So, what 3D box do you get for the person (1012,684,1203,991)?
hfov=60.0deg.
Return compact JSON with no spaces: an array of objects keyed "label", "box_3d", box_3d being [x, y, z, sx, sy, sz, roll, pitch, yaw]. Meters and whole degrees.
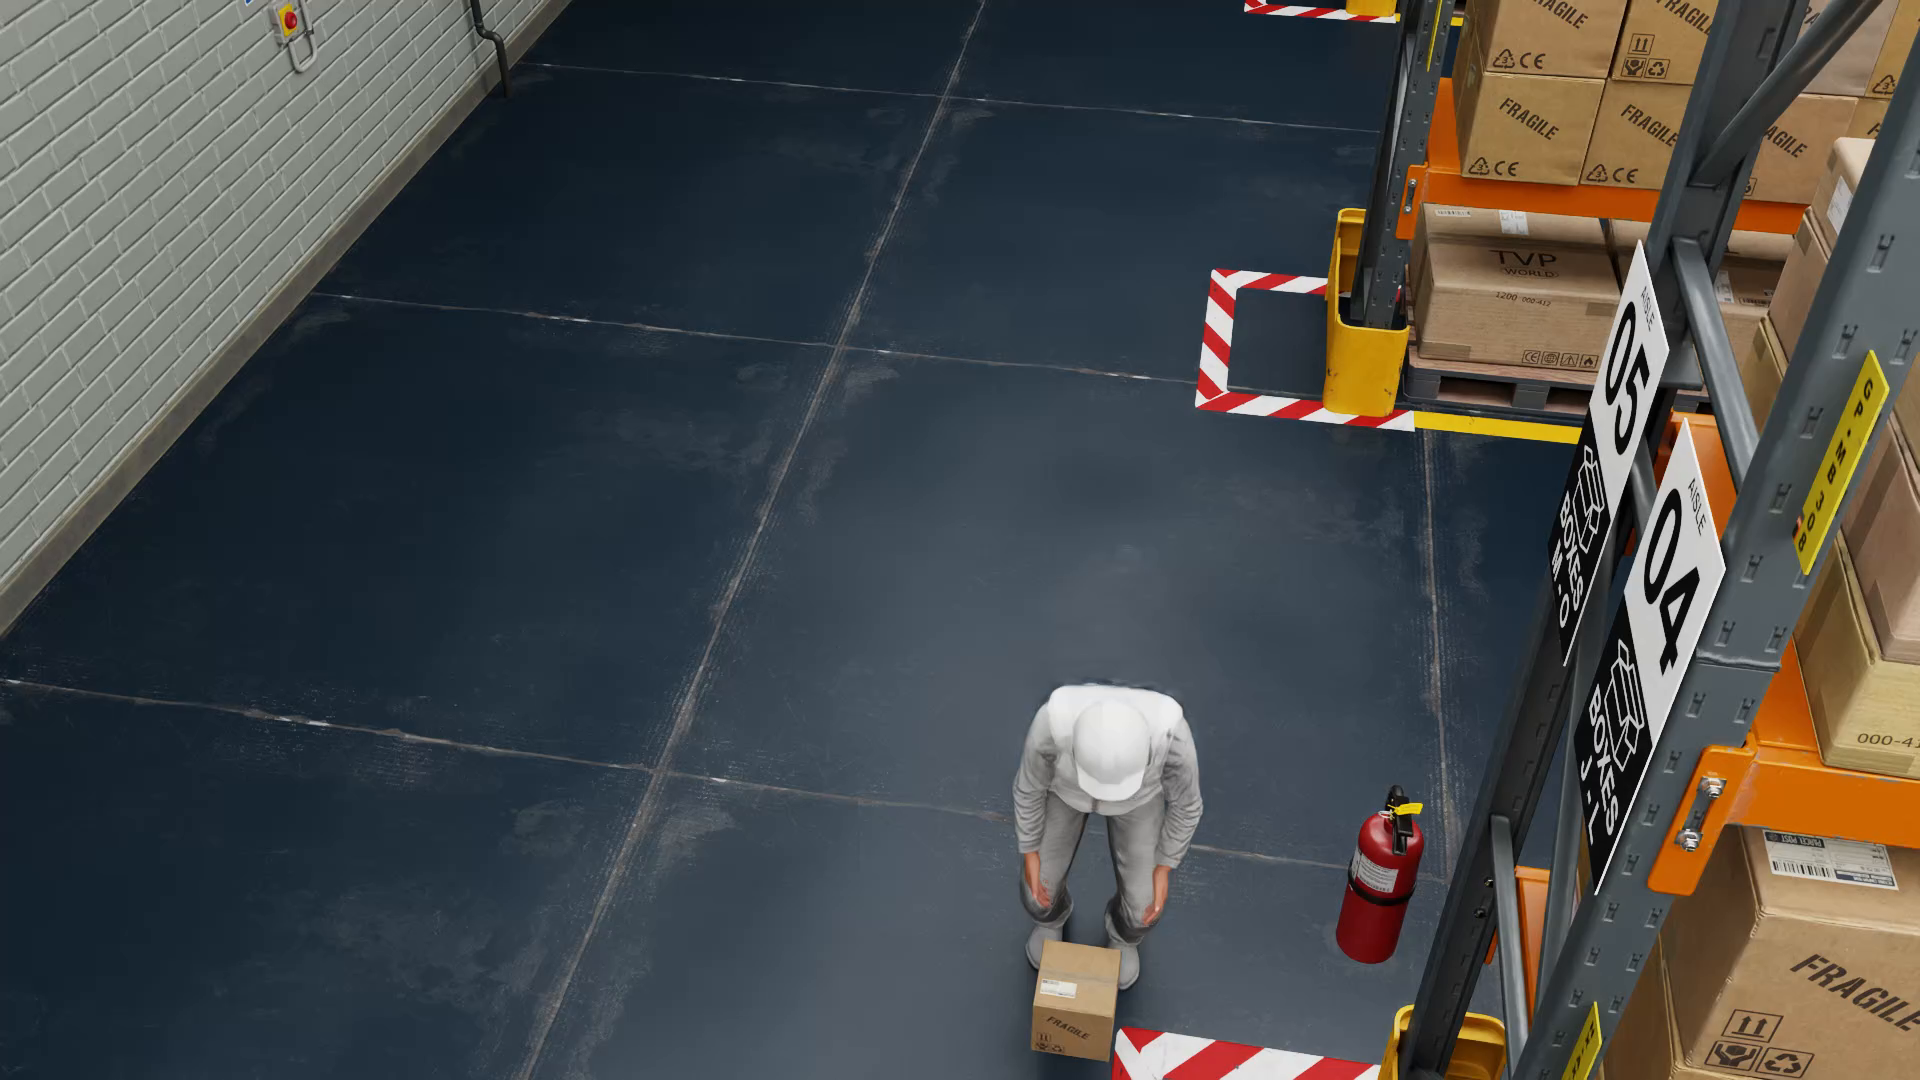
[{"label":"person","box_3d":[0.467,0.892,5.316,0.591,1.479,0.723,7,41,8]}]
